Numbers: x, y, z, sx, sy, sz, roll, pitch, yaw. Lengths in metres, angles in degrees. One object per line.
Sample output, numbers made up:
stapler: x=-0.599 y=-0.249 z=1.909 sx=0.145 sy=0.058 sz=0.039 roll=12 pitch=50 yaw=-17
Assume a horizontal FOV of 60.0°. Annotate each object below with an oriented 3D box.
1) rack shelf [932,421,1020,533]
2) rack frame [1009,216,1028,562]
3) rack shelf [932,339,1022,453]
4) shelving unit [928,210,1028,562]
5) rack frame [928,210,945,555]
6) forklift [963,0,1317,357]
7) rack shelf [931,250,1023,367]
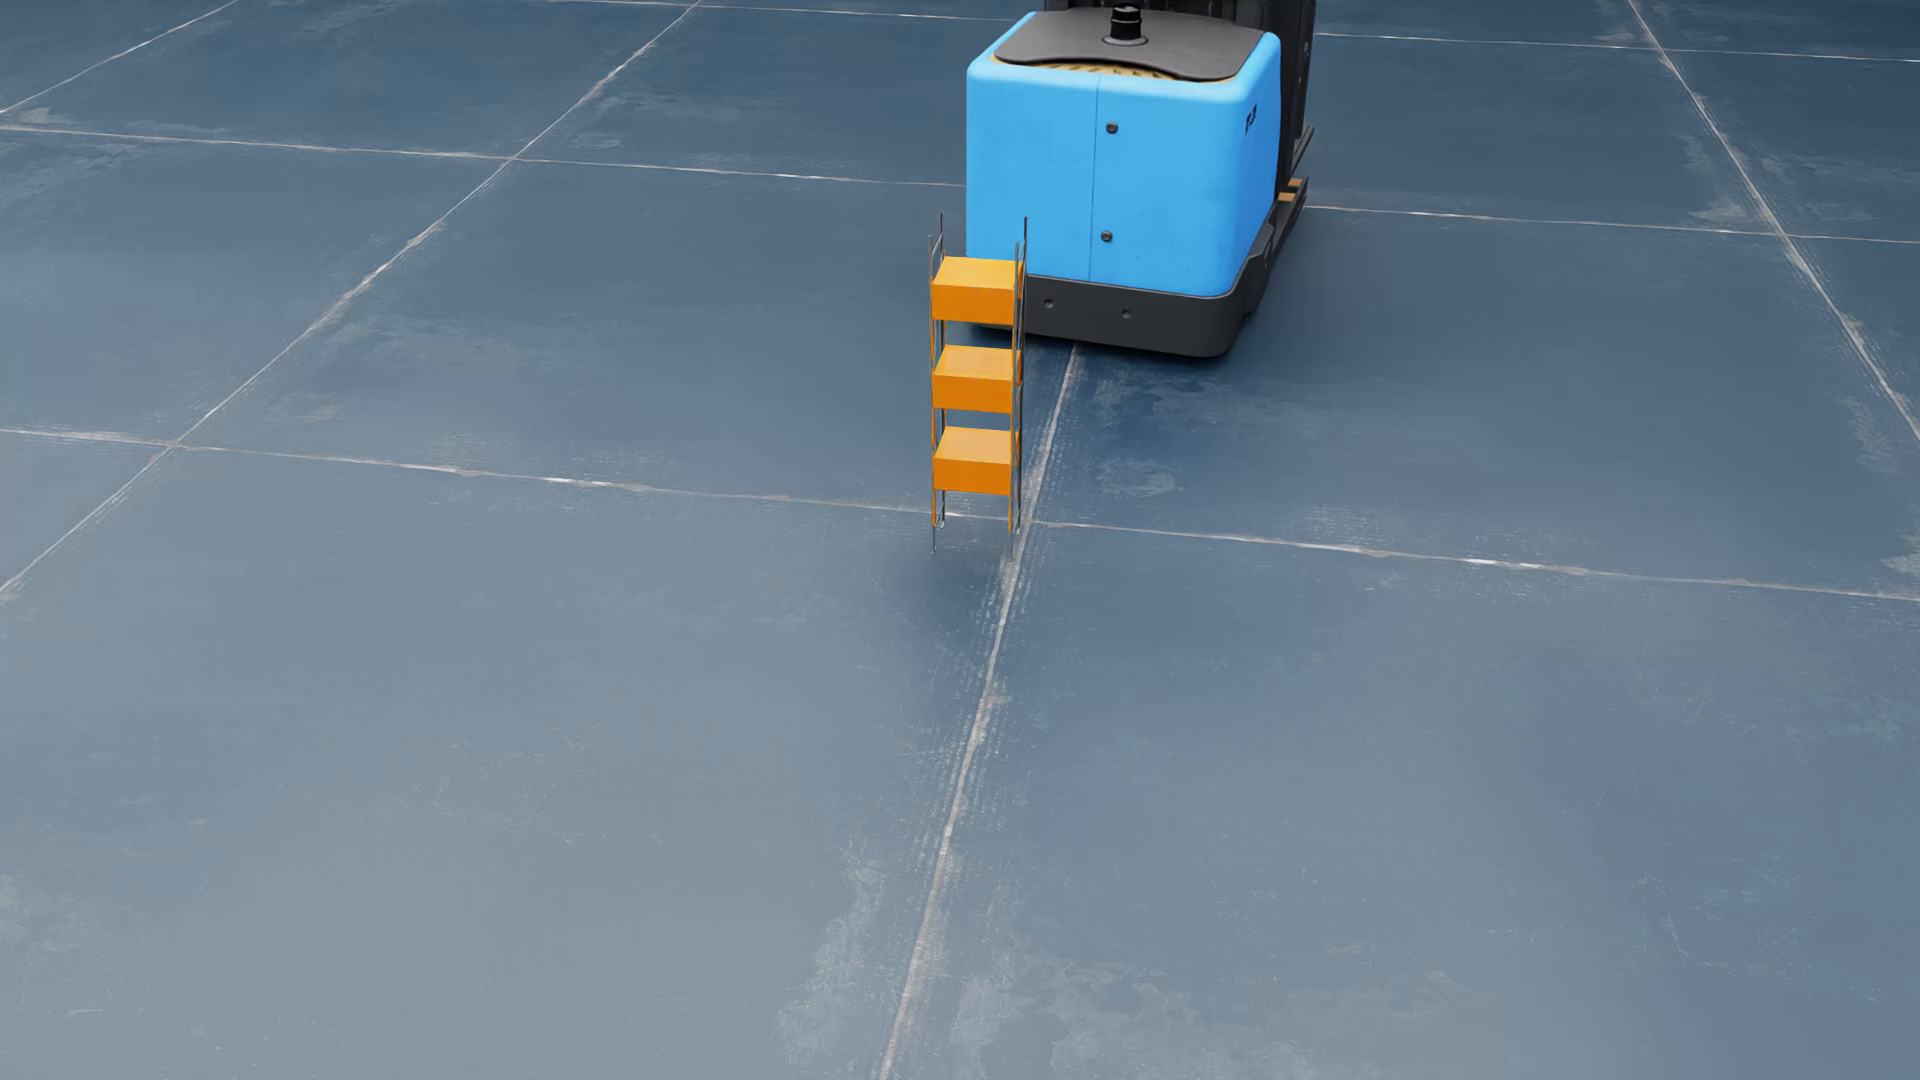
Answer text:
rack shelf: x=0.053 y=-0.196 z=5.117 sx=0.240 sy=0.259 sz=0.215 roll=5 pitch=32 yaw=8
rack frame: x=0.173 y=-0.429 z=4.946 sx=0.008 sy=1.050 sz=0.200 roll=5 pitch=32 yaw=8
rack shelf: x=0.053 y=-0.431 z=4.969 sx=0.240 sy=0.259 sz=0.215 roll=5 pitch=32 yaw=8
shelving unit: x=0.053 y=-0.440 z=4.964 sx=0.252 sy=1.050 sz=0.215 roll=5 pitch=32 yaw=8
rack frame: x=-0.068 y=-0.451 z=4.981 sx=0.008 sy=1.050 sz=0.200 roll=5 pitch=32 yaw=8
forklift: x=0.961 y=-2.697 z=6.797 sx=1.130 sy=2.935 sz=3.031 roll=10 pitch=33 yaw=16
rack shelf: x=0.053 y=-0.672 z=4.819 sx=0.240 sy=0.259 sz=0.215 roll=5 pitch=32 yaw=8
